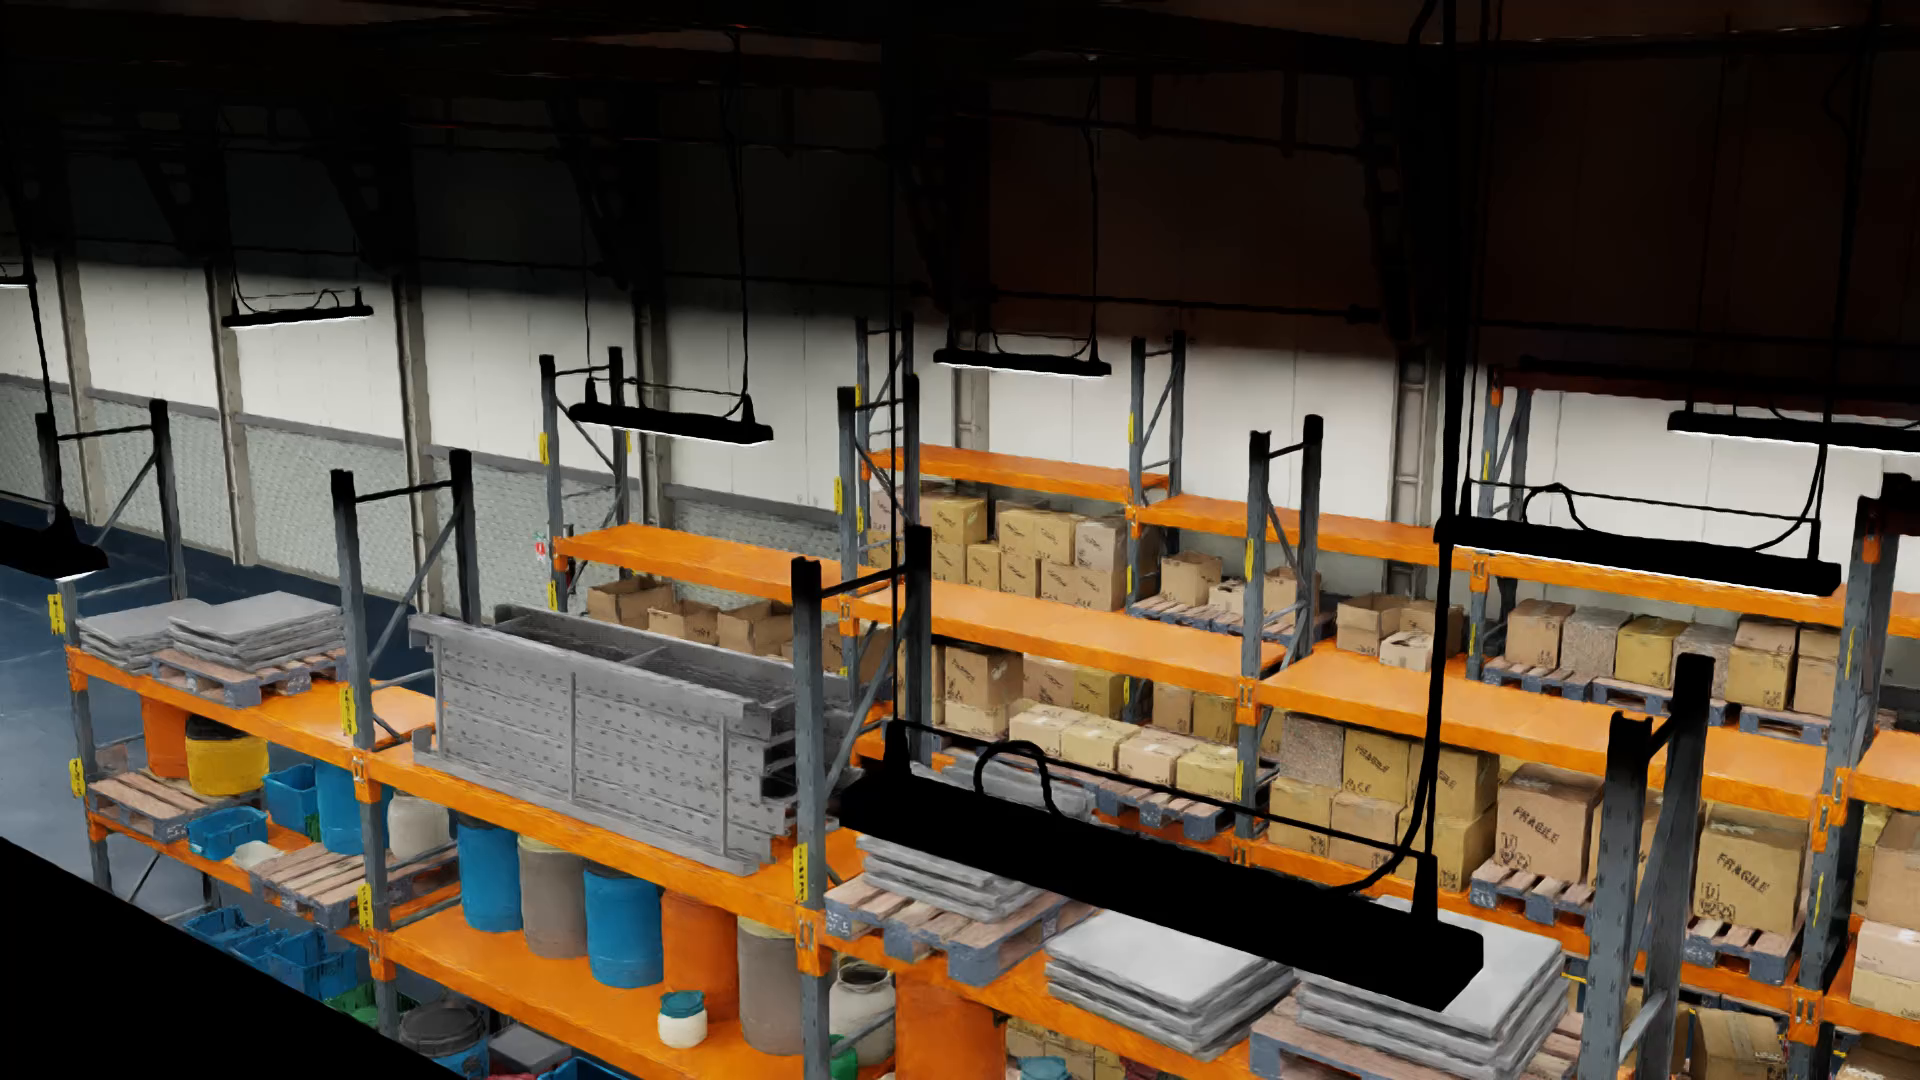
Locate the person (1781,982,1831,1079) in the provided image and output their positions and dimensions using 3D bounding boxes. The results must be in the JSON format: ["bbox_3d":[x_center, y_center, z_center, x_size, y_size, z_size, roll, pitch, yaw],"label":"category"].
[{"bbox_3d":[6.593,4.280,13.004,0.552,1.741,0.663,9,16,34],"label":"person"}]
